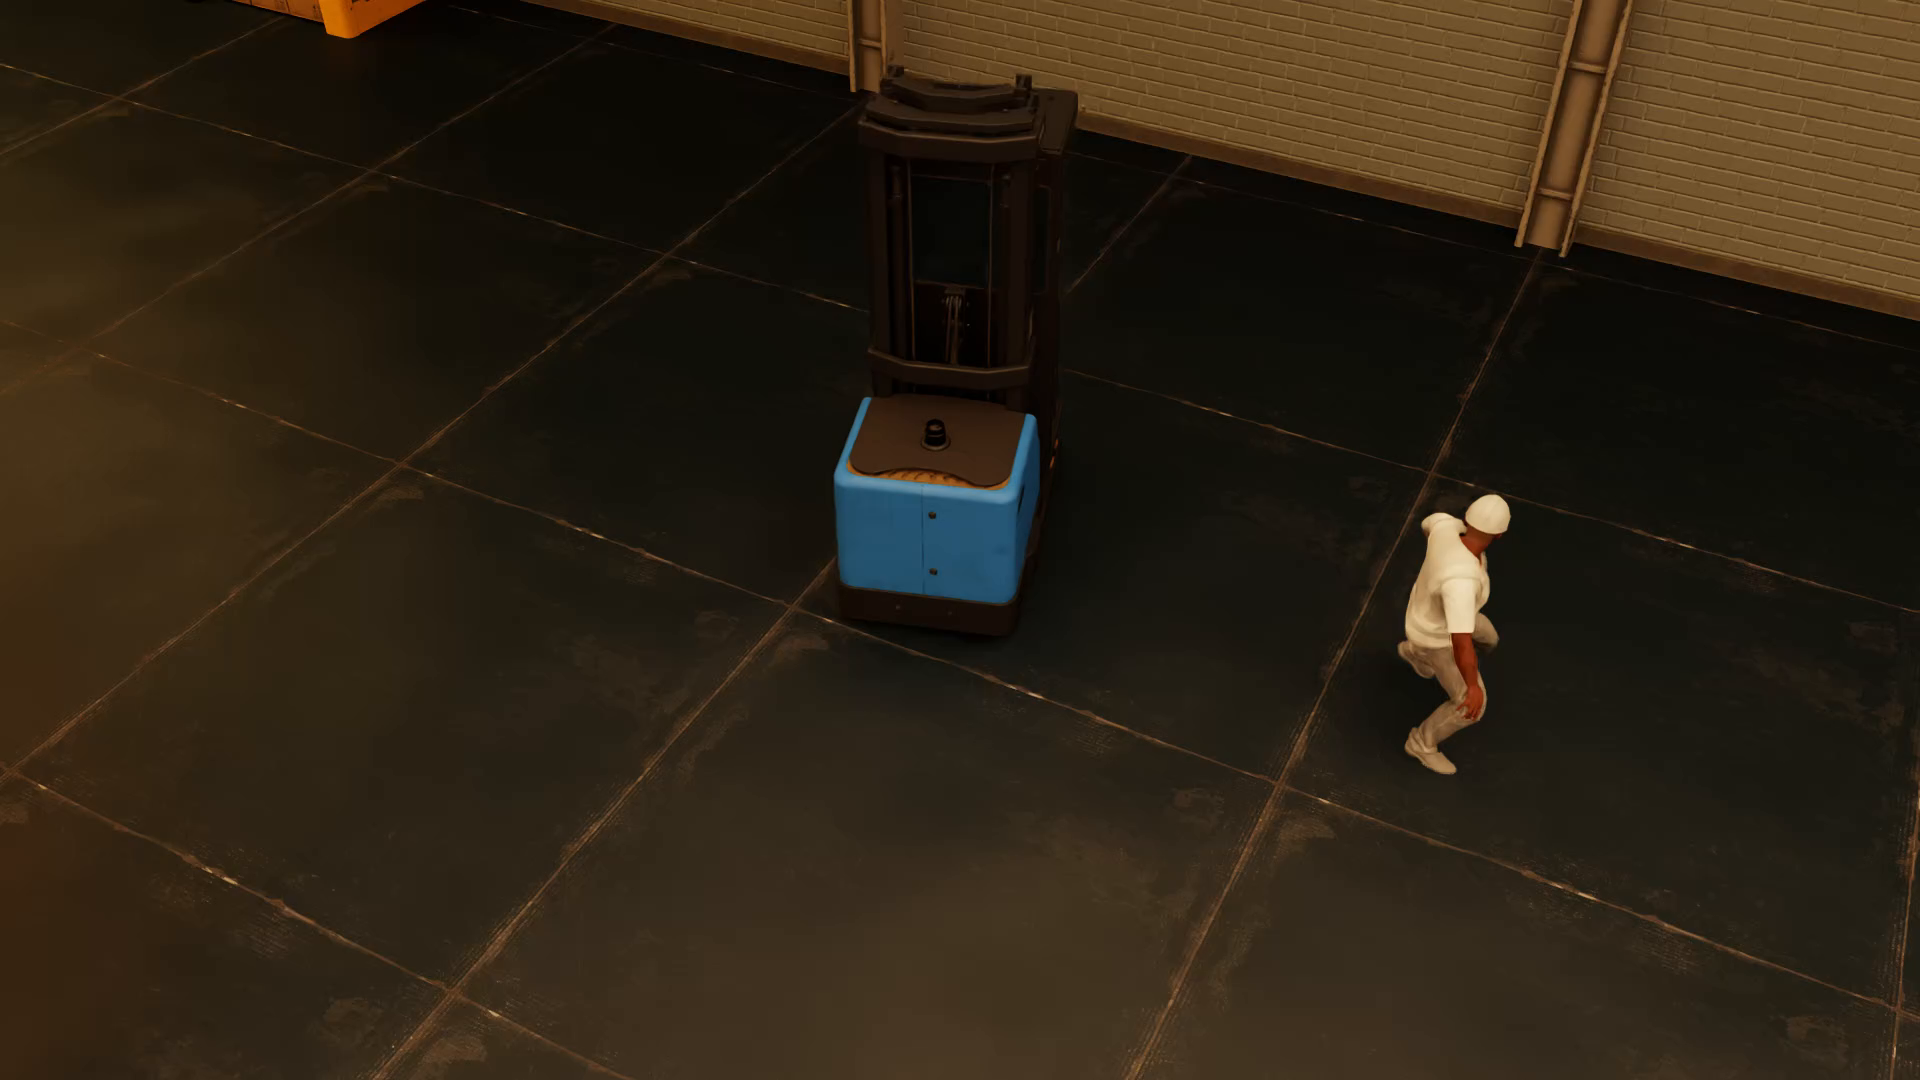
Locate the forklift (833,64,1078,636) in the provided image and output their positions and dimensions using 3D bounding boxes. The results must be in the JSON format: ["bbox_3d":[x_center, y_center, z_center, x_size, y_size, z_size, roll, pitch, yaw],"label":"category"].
[{"bbox_3d":[0.058,-1.524,9.796,1.130,2.935,3.031,7,41,8],"label":"forklift"}]

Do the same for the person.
[{"bbox_3d":[2.530,0.424,8.516,0.524,1.647,1.039,12,42,14],"label":"person"}]
